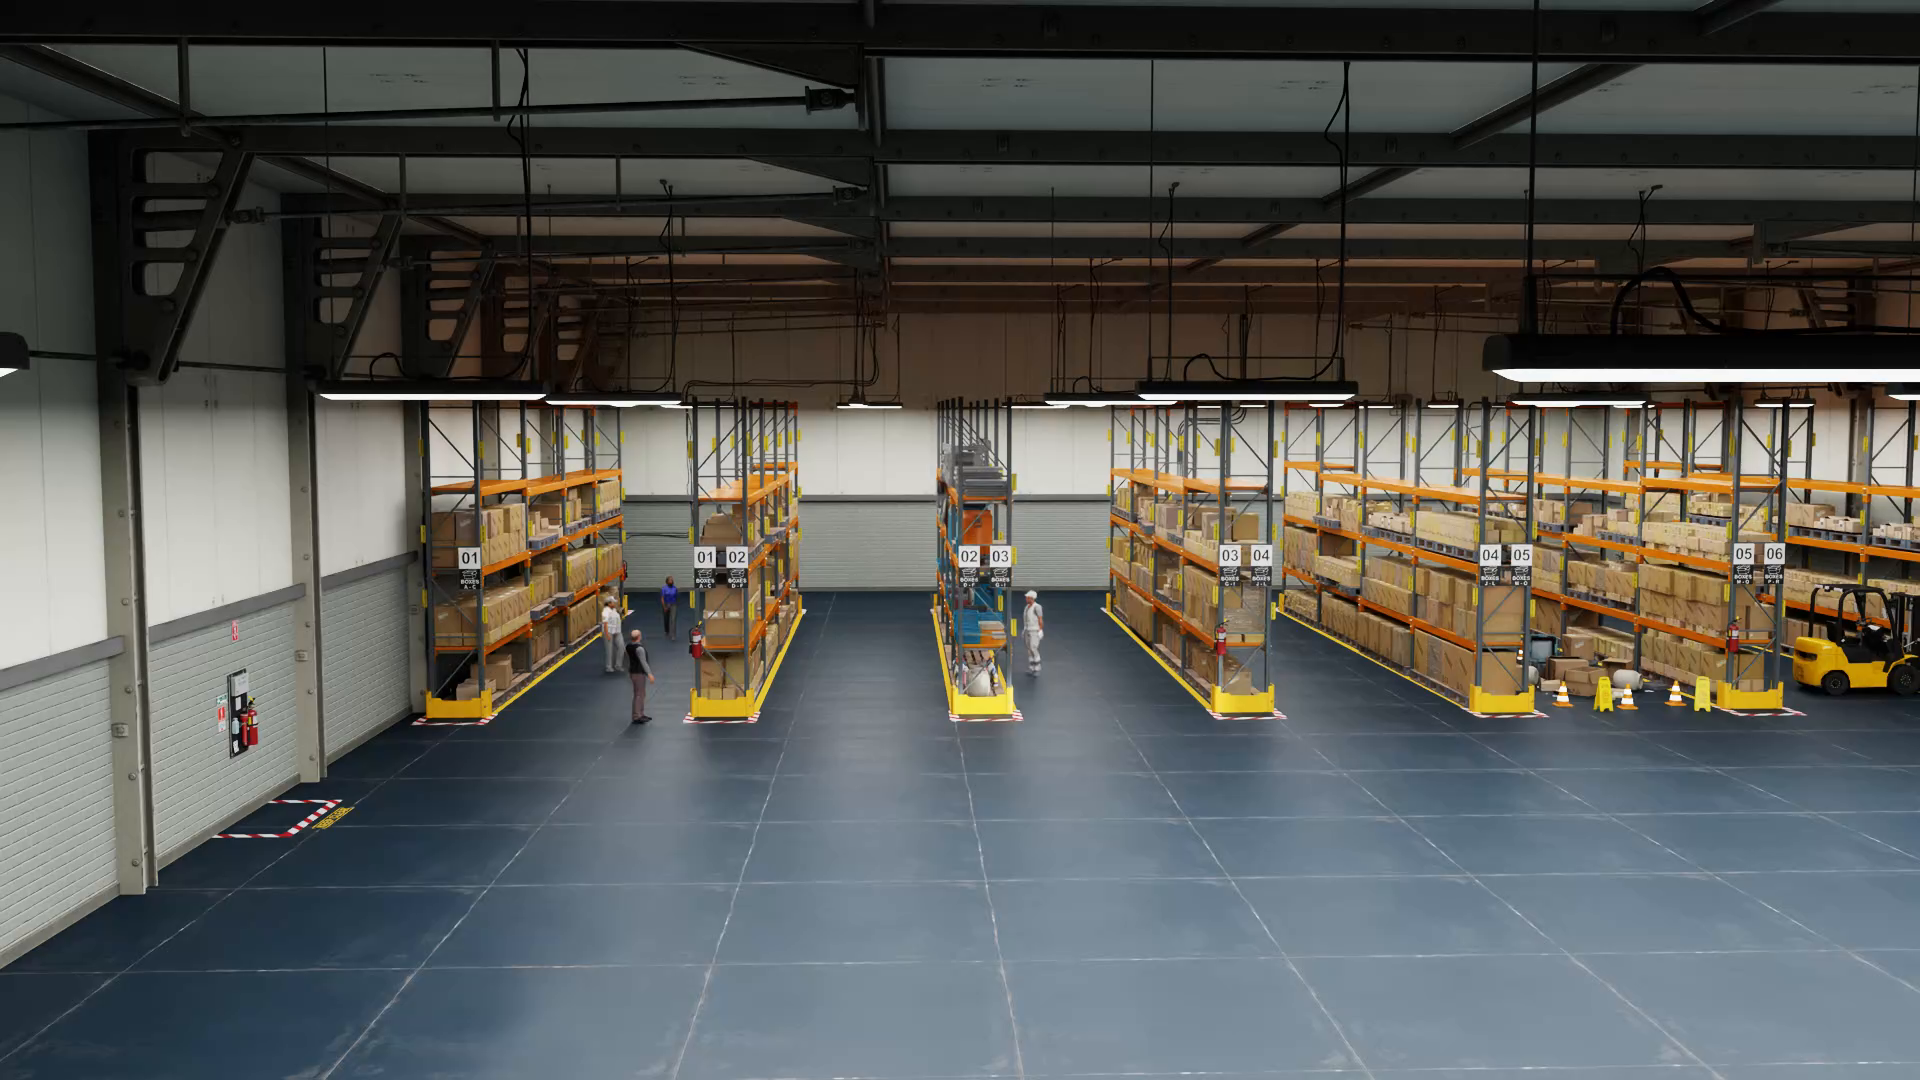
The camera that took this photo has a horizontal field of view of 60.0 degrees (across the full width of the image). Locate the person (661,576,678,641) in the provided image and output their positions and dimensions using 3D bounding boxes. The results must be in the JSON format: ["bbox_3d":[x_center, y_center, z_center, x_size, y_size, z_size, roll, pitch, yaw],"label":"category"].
[{"bbox_3d":[-7.278,1.697,41.675,0.409,1.607,0.939,-1,4,-8],"label":"person"}]

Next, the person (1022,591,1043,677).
[{"bbox_3d":[1.568,2.026,36.171,0.370,1.823,0.663,-3,5,-33],"label":"person"}]

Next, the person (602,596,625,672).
[{"bbox_3d":[-7.670,2.096,36.674,0.512,1.714,0.471,-4,6,-42],"label":"person"}]

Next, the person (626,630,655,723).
[{"bbox_3d":[-5.892,2.508,30.644,0.488,1.730,0.593,-1,5,-17],"label":"person"}]

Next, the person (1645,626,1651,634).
[{"bbox_3d":[16.510,1.825,39.840,0.424,1.687,0.498,3,6,37],"label":"person"}]
